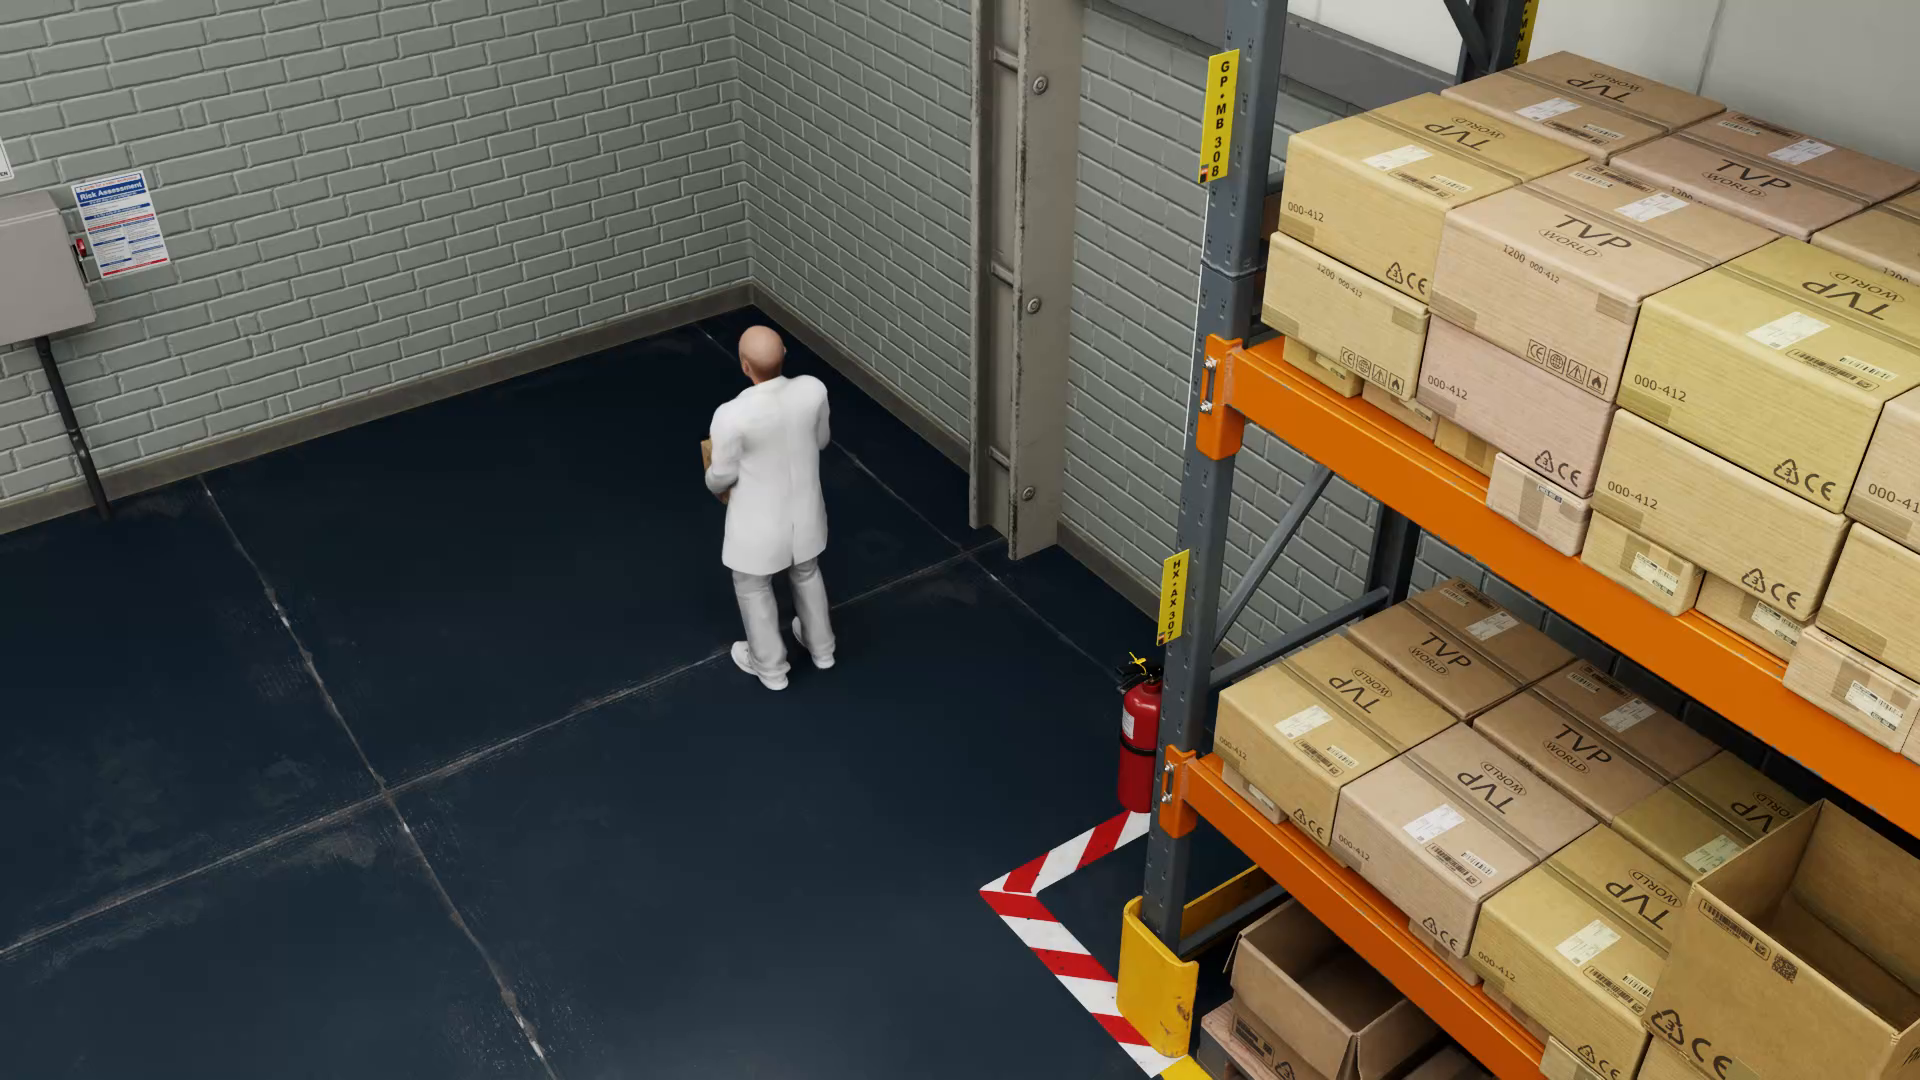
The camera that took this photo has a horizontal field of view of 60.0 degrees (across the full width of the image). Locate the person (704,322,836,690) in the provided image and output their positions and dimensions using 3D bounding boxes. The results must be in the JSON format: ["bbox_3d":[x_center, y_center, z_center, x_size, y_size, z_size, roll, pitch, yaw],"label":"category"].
[{"bbox_3d":[-0.823,-0.139,7.210,0.642,1.772,0.428,-24,42,-30],"label":"person"}]
